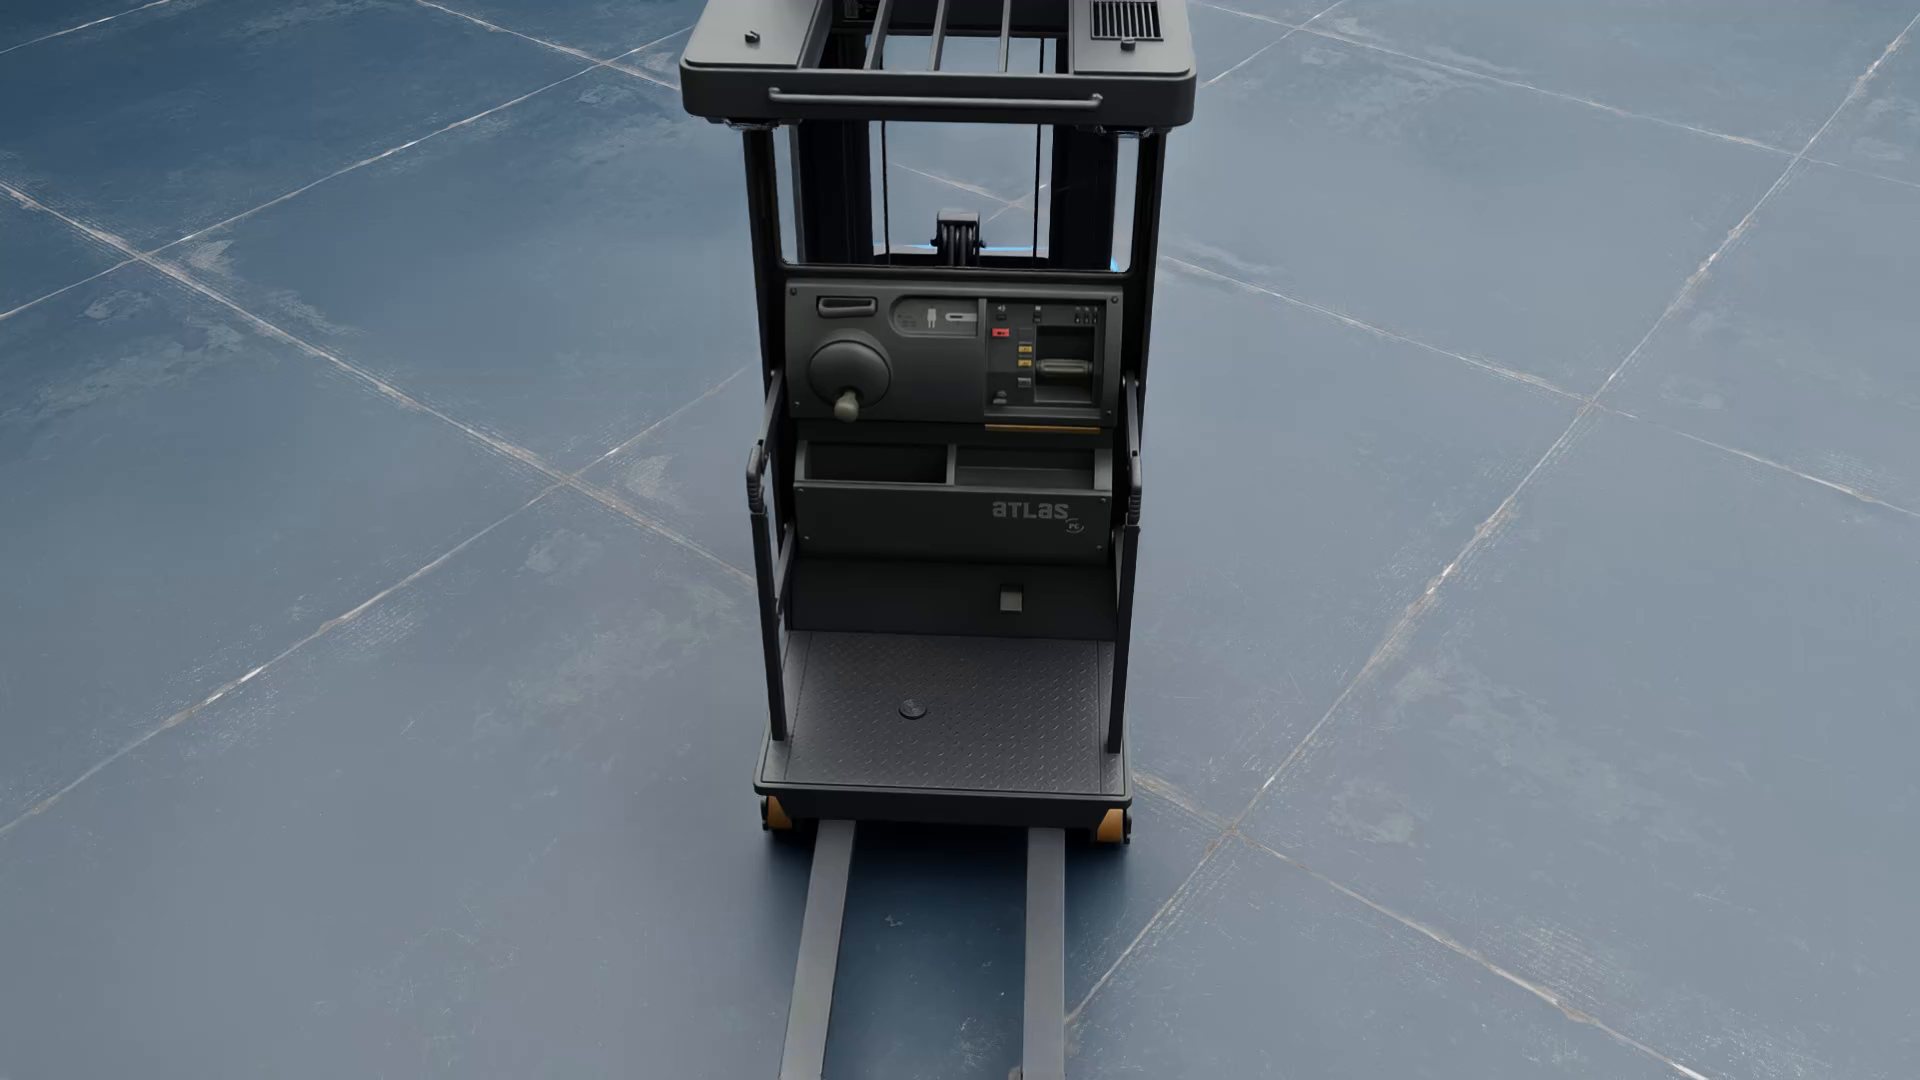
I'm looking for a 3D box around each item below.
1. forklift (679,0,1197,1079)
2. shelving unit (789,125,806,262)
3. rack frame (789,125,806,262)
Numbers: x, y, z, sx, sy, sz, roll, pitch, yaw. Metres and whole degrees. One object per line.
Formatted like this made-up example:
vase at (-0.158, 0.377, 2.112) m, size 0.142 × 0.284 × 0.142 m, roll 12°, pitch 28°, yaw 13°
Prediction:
forklift at (-0.028, -0.442, 4.437) m, size 1.130 × 2.935 × 3.031 m, roll 2°, pitch 38°, yaw 2°
shelving unit at (-0.056, -0.993, 6.301) m, size 1.048 × 1.500 × 0.500 m, roll 0°, pitch 38°, yaw 1°
rack frame at (-0.565, -0.997, 6.307) m, size 0.032 × 1.500 × 0.500 m, roll 0°, pitch 38°, yaw 1°
